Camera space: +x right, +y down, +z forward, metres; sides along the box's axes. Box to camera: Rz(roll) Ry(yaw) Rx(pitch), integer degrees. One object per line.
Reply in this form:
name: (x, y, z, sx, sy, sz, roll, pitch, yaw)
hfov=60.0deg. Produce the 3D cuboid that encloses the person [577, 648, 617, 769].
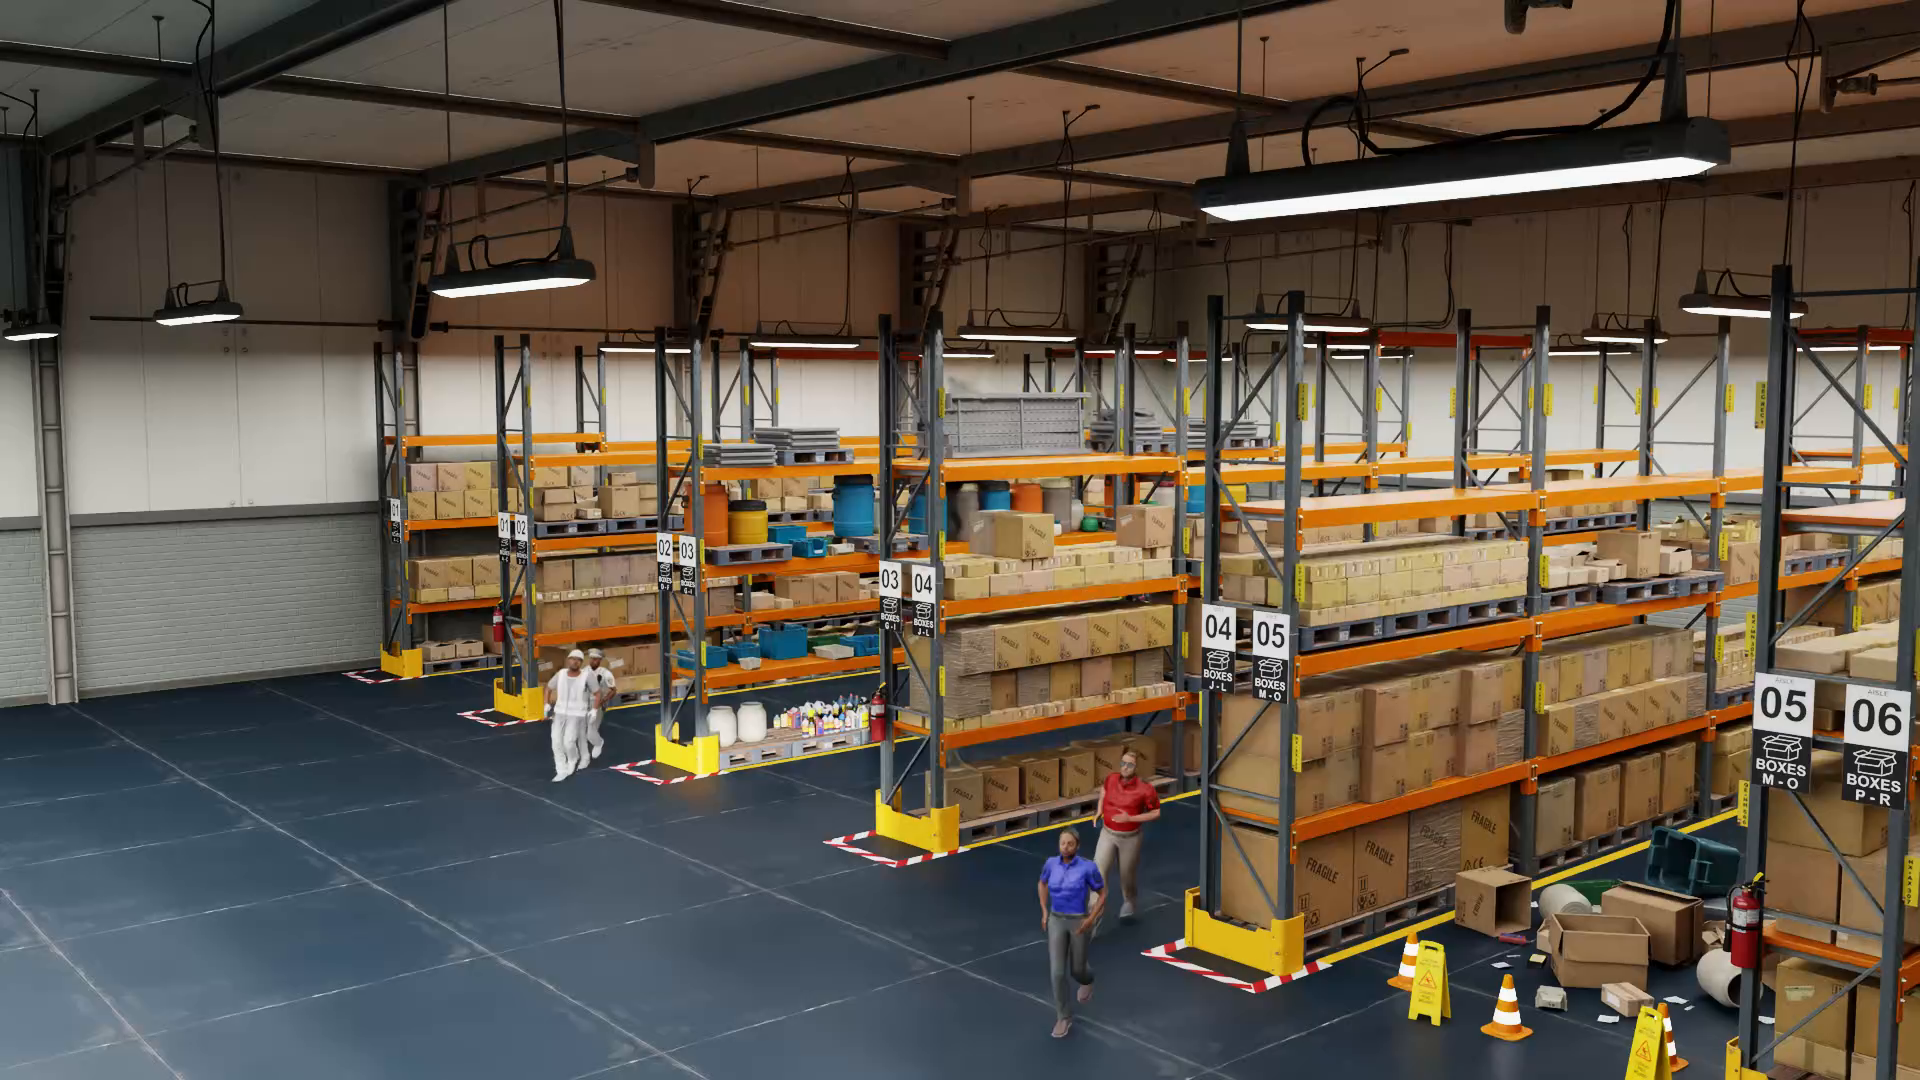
person: (-5.013, 2.289, 22.790, 0.607, 1.659, 0.594, 1, 5, 14)

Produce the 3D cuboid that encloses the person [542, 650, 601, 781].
person: (-5.157, 2.317, 21.937, 0.744, 1.722, 0.524, 1, 5, 8)

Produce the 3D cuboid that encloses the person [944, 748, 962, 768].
person: (-0.198, 2.358, 21.684, 0.501, 1.713, 0.825, 4, 7, 39)

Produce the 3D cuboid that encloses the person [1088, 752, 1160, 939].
person: (1.586, 2.872, 15.819, 0.688, 1.757, 0.927, 3, 6, 28)

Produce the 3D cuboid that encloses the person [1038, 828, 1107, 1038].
person: (0.897, 3.135, 13.551, 0.573, 1.642, 0.763, 2, 5, 16)
